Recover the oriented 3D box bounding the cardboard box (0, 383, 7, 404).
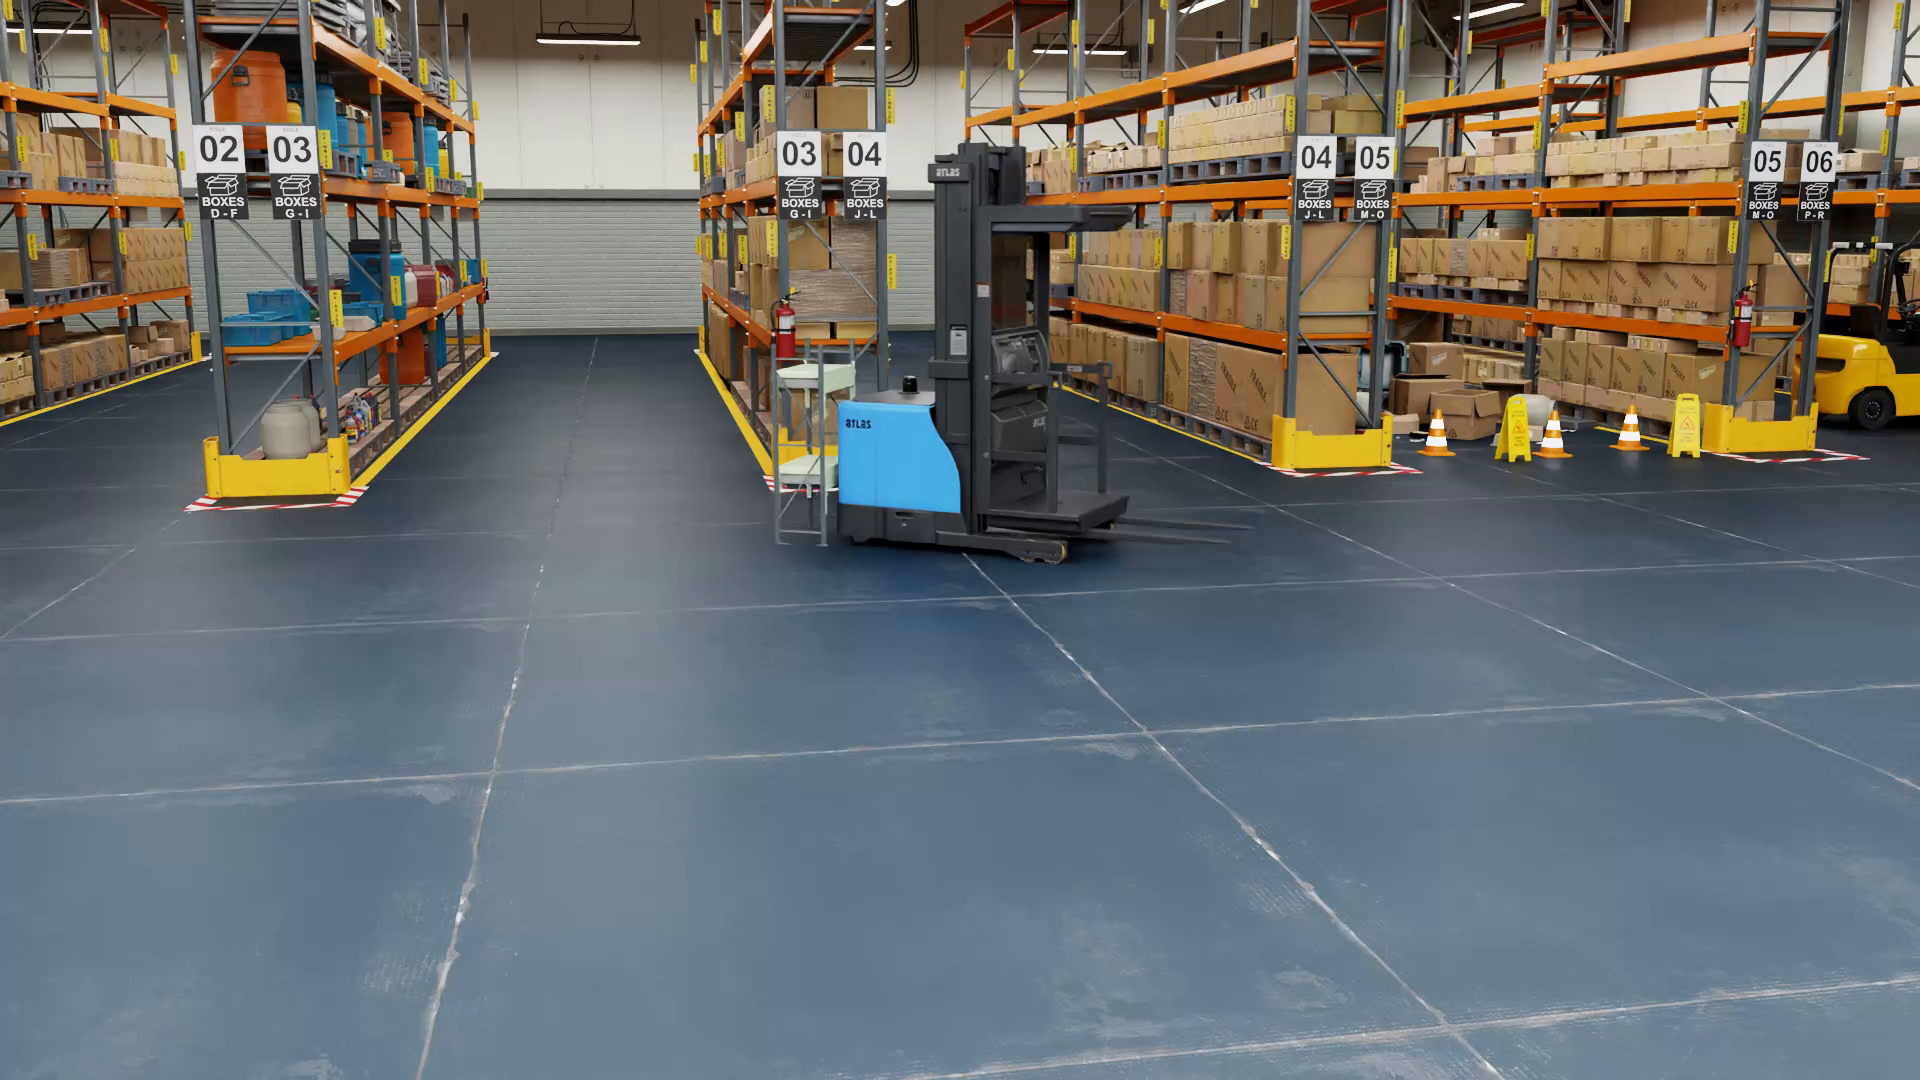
[{"bbox_3d":[-11.913,-1.754,20.122,0.500,0.250,0.500,-2,11,-10],"label":"cardboard box"}]

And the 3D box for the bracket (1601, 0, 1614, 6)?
[{"bbox_3d":[11.557,-9.595,29.412,0.235,0.232,0.430,-2,11,-11],"label":"bracket"}]

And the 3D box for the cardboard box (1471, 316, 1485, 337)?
[{"bbox_3d":[10.452,-4.246,32.545,0.700,0.500,0.500,-2,11,-9],"label":"cardboard box"}]

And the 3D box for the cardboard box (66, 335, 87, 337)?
[{"bbox_3d":[-13.376,-2.797,24.880,0.500,0.500,0.500,-3,11,-14],"label":"cardboard box"}]

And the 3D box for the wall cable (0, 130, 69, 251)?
[{"bbox_3d":[-19.617,-6.932,33.352,3.097,2.526,0.112,-2,11,-11],"label":"wall cable"}]

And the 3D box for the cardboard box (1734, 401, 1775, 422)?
[{"bbox_3d":[8.656,-1.439,18.467,0.500,0.250,0.500,-2,11,-11],"label":"cardboard box"}]

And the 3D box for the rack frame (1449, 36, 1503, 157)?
[{"bbox_3d":[10.298,-8.489,33.228,1.000,3.000,0.127,-2,11,-11],"label":"rack frame"}]

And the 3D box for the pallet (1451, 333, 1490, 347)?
[{"bbox_3d":[10.469,-4.011,33.208,1.003,0.211,1.213,-2,11,-11],"label":"pallet"}]

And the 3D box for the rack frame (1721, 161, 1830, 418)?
[{"bbox_3d":[8.541,-2.426,17.419,1.000,3.000,0.127,-2,11,-11],"label":"rack frame"}]

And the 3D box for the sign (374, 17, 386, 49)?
[{"bbox_3d":[-6.274,-5.481,17.987,0.100,0.325,0.005,-2,11,-11],"label":"sign"}]

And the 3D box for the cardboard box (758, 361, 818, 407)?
[{"bbox_3d":[-2.056,-1.901,20.168,0.700,0.500,0.500,-3,11,-15],"label":"cardboard box"}]

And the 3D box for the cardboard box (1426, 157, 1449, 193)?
[{"bbox_3d":[7.160,-5.242,23.923,0.700,0.500,0.500,-2,11,-11],"label":"cardboard box"}]

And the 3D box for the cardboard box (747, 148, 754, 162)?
[{"bbox_3d":[-2.196,-4.324,18.704,0.380,0.149,0.250,-2,11,-13],"label":"cardboard box"}]

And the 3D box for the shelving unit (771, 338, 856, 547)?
[{"bbox_3d":[-1.103,-0.764,12.696,0.431,1.500,0.755,3,11,15],"label":"shelving unit"}]

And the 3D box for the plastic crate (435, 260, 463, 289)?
[{"bbox_3d":[-8.299,-4.320,27.039,0.402,0.464,0.583,-2,11,-11],"label":"plastic crate"}]

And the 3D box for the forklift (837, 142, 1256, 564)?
[{"bbox_3d":[0.628,-1.379,12.105,3.031,2.935,1.130,5,12,25],"label":"forklift"}]

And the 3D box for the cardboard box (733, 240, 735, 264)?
[{"bbox_3d":[-2.986,-4.329,24.467,0.797,0.503,0.637,-2,11,-10],"label":"cardboard box"}]

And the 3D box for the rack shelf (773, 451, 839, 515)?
[{"bbox_3d":[-1.102,-0.444,12.757,0.431,0.370,0.720,3,11,15],"label":"rack shelf"}]

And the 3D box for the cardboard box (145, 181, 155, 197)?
[{"bbox_3d":[-13.373,-5.680,26.895,0.500,0.250,0.500,-2,11,-11],"label":"cardboard box"}]

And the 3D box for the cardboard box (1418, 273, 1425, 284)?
[{"bbox_3d":[6.896,-3.805,24.212,0.380,0.149,0.250,-3,11,-15],"label":"cardboard box"}]

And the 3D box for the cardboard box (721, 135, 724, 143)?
[{"bbox_3d":[-3.690,-6.585,27.588,0.500,0.250,0.500,-3,11,-15],"label":"cardboard box"}]

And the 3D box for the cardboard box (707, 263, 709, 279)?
[{"bbox_3d":[-4.059,-4.599,28.440,0.500,0.250,0.500,-2,11,-10],"label":"cardboard box"}]

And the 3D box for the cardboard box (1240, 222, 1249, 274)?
[{"bbox_3d":[3.498,-3.106,17.704,0.875,0.550,0.550,-2,11,-11],"label":"cardboard box"}]

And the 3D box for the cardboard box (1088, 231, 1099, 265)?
[{"bbox_3d":[2.227,-4.152,23.547,0.700,0.500,0.500,-2,11,-11],"label":"cardboard box"}]

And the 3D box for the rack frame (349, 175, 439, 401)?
[{"bbox_3d":[-7.594,-3.353,22.288,1.000,3.000,0.127,-2,11,-11],"label":"rack frame"}]

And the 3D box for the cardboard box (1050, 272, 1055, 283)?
[{"bbox_3d":[1.556,-3.897,24.696,0.380,0.149,0.250,-2,11,-11],"label":"cardboard box"}]

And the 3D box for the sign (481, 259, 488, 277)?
[{"bbox_3d":[-8.613,-4.923,30.102,0.100,0.325,0.005,-2,11,-11],"label":"sign"}]

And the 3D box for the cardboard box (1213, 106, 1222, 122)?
[{"bbox_3d":[2.961,-4.600,17.968,0.380,0.149,0.250,-2,11,-11],"label":"cardboard box"}]

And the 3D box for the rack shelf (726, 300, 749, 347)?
[{"bbox_3d":[-2.346,-2.812,21.375,1.077,0.370,4.000,-2,11,-11],"label":"rack shelf"}]

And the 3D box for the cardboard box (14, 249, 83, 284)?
[{"bbox_3d":[-13.162,-3.943,24.001,0.700,0.500,0.500,0,11,-2],"label":"cardboard box"}]

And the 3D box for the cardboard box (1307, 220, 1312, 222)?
[{"bbox_3d":[6.335,-5.599,29.416,0.380,0.149,0.250,-2,11,-10],"label":"cardboard box"}]

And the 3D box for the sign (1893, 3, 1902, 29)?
[{"bbox_3d":[12.102,-6.764,21.455,0.100,0.325,0.005,-2,11,-11],"label":"sign"}]

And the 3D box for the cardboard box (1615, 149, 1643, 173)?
[{"bbox_3d":[7.875,-4.336,19.037,0.500,0.250,0.500,-2,11,-10],"label":"cardboard box"}]

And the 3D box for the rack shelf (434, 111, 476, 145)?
[{"bbox_3d":[-8.761,-6.850,27.613,1.077,0.370,4.000,-2,11,-11],"label":"rack shelf"}]

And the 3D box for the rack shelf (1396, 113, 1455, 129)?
[{"bbox_3d":[6.597,-6.657,26.599,1.077,0.370,4.000,-2,11,-11],"label":"rack shelf"}]

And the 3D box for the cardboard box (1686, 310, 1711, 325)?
[{"bbox_3d":[8.101,-2.406,17.985,0.380,0.149,0.250,-2,11,-12],"label":"cardboard box"}]

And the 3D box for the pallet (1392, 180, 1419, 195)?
[{"bbox_3d":[6.808,-5.390,25.475,1.213,0.211,1.003,-2,11,-8],"label":"pallet"}]

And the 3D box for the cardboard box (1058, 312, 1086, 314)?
[{"bbox_3d":[1.851,-3.553,26.896,0.500,0.250,0.500,-2,11,-8],"label":"cardboard box"}]

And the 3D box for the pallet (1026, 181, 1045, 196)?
[{"bbox_3d":[1.592,-5.502,26.062,1.213,0.211,1.003,-2,11,-11],"label":"pallet"}]

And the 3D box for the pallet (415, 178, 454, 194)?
[{"bbox_3d":[-7.900,-5.119,24.051,1.003,0.211,1.213,-2,11,-11],"label":"pallet"}]

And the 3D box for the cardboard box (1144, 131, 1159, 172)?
[{"bbox_3d":[2.762,-5.164,22.125,0.500,0.500,0.500,-2,11,-11],"label":"cardboard box"}]

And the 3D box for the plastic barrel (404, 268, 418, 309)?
[{"bbox_3d":[-7.184,-3.227,21.327,0.421,0.512,0.421,0,11,0],"label":"plastic barrel"}]

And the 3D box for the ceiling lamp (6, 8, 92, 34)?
[{"bbox_3d":[-16.912,-10.858,30.066,2.000,3.185,0.800,-2,11,-11],"label":"ceiling lamp"}]

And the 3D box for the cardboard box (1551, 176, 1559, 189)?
[{"bbox_3d":[7.582,-4.443,20.666,0.380,0.149,0.250,-2,11,-12],"label":"cardboard box"}]

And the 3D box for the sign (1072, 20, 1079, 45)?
[{"bbox_3d":[1.619,-7.118,23.316,0.100,0.325,0.005,-2,11,-11],"label":"sign"}]

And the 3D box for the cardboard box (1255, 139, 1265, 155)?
[{"bbox_3d":[3.210,-3.975,16.816,0.380,0.149,0.250,-2,11,-10],"label":"cardboard box"}]

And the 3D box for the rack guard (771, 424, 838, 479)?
[{"bbox_3d":[-1.194,-0.851,15.833,1.175,0.500,0.348,-2,11,-11],"label":"rack guard"}]

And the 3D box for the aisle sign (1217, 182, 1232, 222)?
[{"bbox_3d":[5.131,-6.640,32.608,0.394,0.787,0.004,-2,11,-11],"label":"aisle sign"}]

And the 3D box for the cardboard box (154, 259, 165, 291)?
[{"bbox_3d":[-13.361,-4.338,27.199,0.500,0.500,0.500,-2,11,-12],"label":"cardboard box"}]

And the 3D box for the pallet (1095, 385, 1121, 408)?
[{"bbox_3d":[2.463,-1.954,22.398,1.003,0.211,1.213,-2,11,-11],"label":"pallet"}]

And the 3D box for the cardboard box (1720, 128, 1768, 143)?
[{"bbox_3d":[8.186,-4.219,17.357,0.380,0.149,0.250,-2,11,-10],"label":"cardboard box"}]

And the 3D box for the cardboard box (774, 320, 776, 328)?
[{"bbox_3d":[-1.696,-2.215,16.986,0.380,0.149,0.250,-2,11,-11],"label":"cardboard box"}]

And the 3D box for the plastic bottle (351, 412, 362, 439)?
[{"bbox_3d":[-6.151,-1.168,16.930,0.097,0.271,0.097,0,11,0],"label":"plastic bottle"}]

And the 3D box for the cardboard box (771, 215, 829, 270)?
[{"bbox_3d":[-1.529,-2.844,15.878,0.500,0.500,0.500,-2,11,-11],"label":"cardboard box"}]

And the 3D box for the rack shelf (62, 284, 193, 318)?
[{"bbox_3d":[-13.620,-3.920,27.194,1.077,0.370,4.000,-2,11,-11],"label":"rack shelf"}]
